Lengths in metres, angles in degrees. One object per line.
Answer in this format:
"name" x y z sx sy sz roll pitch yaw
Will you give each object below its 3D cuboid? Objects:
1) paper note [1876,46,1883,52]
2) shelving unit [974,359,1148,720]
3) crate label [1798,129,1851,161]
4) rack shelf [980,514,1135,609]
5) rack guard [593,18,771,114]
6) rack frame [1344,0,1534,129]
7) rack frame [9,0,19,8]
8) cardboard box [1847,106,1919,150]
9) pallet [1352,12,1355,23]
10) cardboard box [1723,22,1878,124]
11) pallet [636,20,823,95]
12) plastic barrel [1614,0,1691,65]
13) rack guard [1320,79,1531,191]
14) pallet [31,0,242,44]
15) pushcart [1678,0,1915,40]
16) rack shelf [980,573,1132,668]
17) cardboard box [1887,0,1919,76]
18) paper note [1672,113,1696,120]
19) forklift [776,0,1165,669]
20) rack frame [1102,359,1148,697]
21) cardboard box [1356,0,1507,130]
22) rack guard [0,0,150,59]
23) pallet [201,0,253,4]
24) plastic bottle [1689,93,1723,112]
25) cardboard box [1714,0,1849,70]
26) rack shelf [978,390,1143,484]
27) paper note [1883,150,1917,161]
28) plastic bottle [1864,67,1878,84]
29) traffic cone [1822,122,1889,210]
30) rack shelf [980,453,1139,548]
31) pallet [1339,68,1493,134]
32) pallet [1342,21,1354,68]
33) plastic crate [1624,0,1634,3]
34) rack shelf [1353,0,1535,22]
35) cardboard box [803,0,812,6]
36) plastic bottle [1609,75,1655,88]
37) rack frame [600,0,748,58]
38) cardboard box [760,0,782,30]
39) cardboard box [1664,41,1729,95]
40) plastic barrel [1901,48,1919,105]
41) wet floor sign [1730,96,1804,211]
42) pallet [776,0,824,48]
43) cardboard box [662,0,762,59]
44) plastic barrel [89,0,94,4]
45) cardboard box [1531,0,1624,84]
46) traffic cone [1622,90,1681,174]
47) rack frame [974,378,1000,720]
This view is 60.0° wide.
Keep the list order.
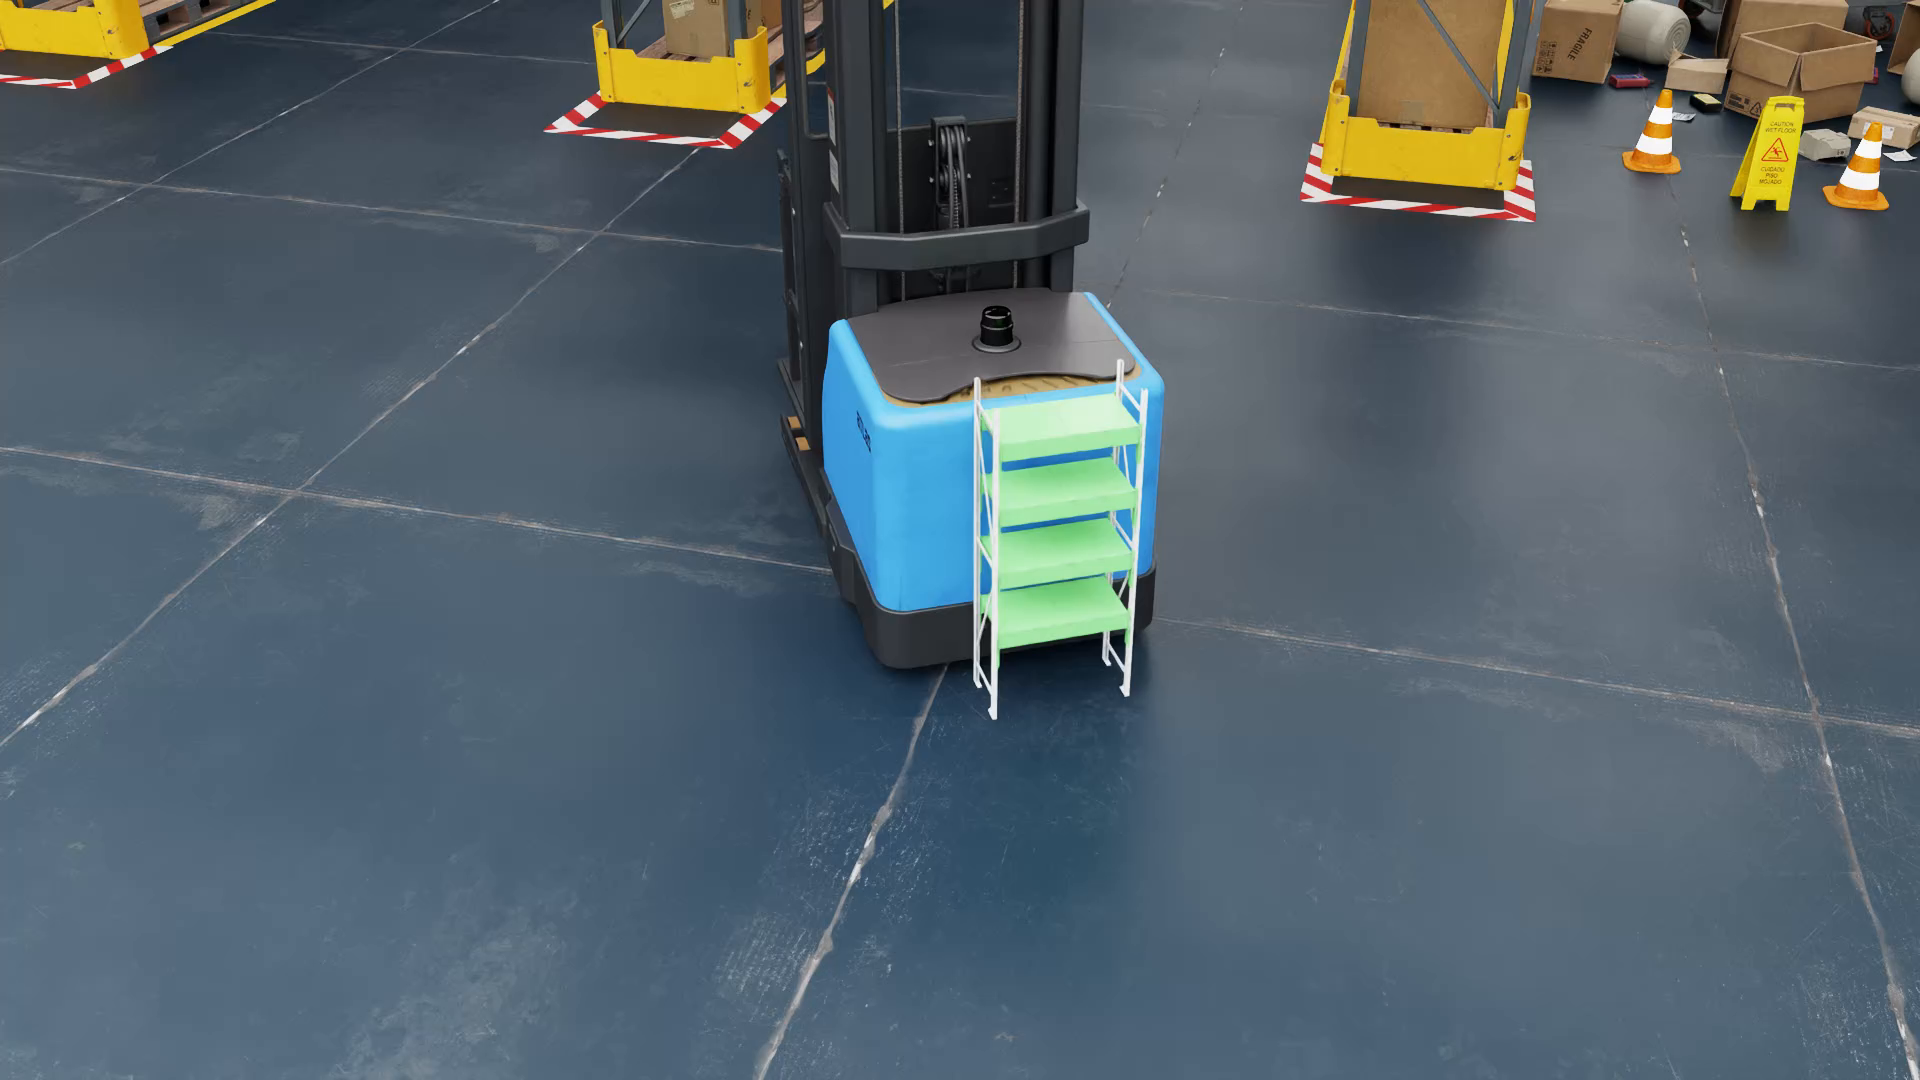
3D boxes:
"paper note" 6.892 -3.716 12.566 0.148 0.019 0.142 8 33 12
"shelving unit" 0.321 0.016 5.603 0.503 1.200 0.258 -8 33 -13
"crate label" 5.502 -2.517 10.582 0.250 0.136 0.298 -8 33 -13
"rack shelf" 0.322 0.070 5.636 0.480 0.148 0.258 -8 33 -13
"rack guard" -1.905 -3.269 11.427 1.175 0.500 0.348 8 33 12
"rack frame" 2.848 -3.557 9.549 1.000 3.000 0.127 8 33 12
"rack frame" -6.715 -4.959 11.755 1.000 3.000 0.127 8 33 12
"cardboard box" 6.040 -2.687 10.839 0.380 0.149 0.250 28 42 36
"pallet" 3.594 -4.072 12.959 1.003 0.211 1.213 8 33 12
"cardboard box" 5.658 -3.138 11.218 0.797 0.503 0.637 -14 35 -21
"pallet" -1.664 -3.564 12.160 1.003 0.211 1.213 8 33 12
"plastic barrel" 5.059 -3.748 12.251 0.421 0.421 0.512 -21 38 -29
"rack guard" 2.842 -2.490 10.200 1.175 0.500 0.348 8 33 12
"pallet" -6.530 -4.249 13.237 1.003 0.211 1.213 8 33 12
"pushcart" 6.459 -4.189 12.988 1.648 0.377 0.936 -3 33 -4
"rack shelf" 0.323 0.275 5.762 0.480 0.148 0.258 -8 33 -13
"cardboard box" 7.089 -3.587 11.924 0.500 0.500 0.500 -21 38 -29
"paper note" 4.877 -2.864 11.229 0.144 0.017 0.142 20 38 29
"forklift" -0.163 -1.563 6.477 1.130 2.935 3.031 -8 33 -13
"rack frame" 0.557 -0.019 5.658 0.015 1.200 0.240 -8 33 -13
"cardboard box" 2.956 -3.199 10.574 0.875 0.875 0.875 8 33 13
"rack guard" -6.741 -3.950 12.498 1.175 0.500 0.348 8 33 12
"pallet" -6.218 -4.880 14.230 1.003 0.211 1.213 8 33 12
"plastic bottle" 5.114 -3.015 11.436 0.133 0.061 0.283 -3 33 -4
"cardboard box" 5.888 -3.682 11.946 0.797 0.637 0.503 8 33 12
"rack shelf" 0.320 -0.338 5.384 0.480 0.148 0.258 -8 33 -13
"paper note" 5.976 -2.444 10.566 0.148 0.019 0.142 -3 33 -4
"plastic bottle" 6.535 -3.357 11.974 0.133 0.061 0.283 14 35 21
"traffic cone" 5.363 -2.239 9.840 0.336 0.463 0.334 8 33 12
"rack shelf" 0.321 -0.134 5.510 0.480 0.148 0.258 -8 33 -13
"pallet" 2.975 -2.806 10.967 1.003 0.211 1.213 8 33 12
"pallet" 3.287 -3.437 11.960 1.003 0.211 1.213 8 33 12
"plastic crate" 5.086 -4.202 13.131 0.662 0.188 0.450 -28 32 -37
"rack shelf" 3.355 -4.291 11.375 1.077 0.370 4.000 8 33 12
"cardboard box" -1.454 -4.366 12.761 0.500 0.500 0.500 11 34 17
"plastic bottle" 4.783 -3.265 11.828 0.283 0.061 0.133 -3 33 -4
"rack frame" -1.924 -4.285 10.694 1.000 3.000 0.127 8 33 12
"cardboard box" -1.631 -4.044 12.254 0.500 0.500 0.500 17 36 25
"cardboard box" 5.208 -3.336 11.751 0.396 0.266 0.258 14 35 21
"plastic barrel" 6.721 -3.126 11.273 0.421 0.421 0.512 -21 38 -29
"wet floor sign" 4.756 -2.279 9.733 0.267 0.644 0.232 3 33 4
"pallet" -1.353 -4.195 13.153 1.003 0.211 1.213 8 33 12
"cardboard box" -1.749 -3.729 11.758 0.500 0.500 0.500 14 35 21
"plastic barrel" -6.622 -4.438 12.863 0.421 0.512 0.421 0 32 0
"cardboard box" 4.462 -3.634 11.998 0.500 0.500 0.500 14 35 21
"traffic cone" 4.356 -2.569 10.359 0.336 0.463 0.334 8 33 12
"rack frame" 0.086 0.051 5.548 0.015 1.200 0.240 -8 33 -13
